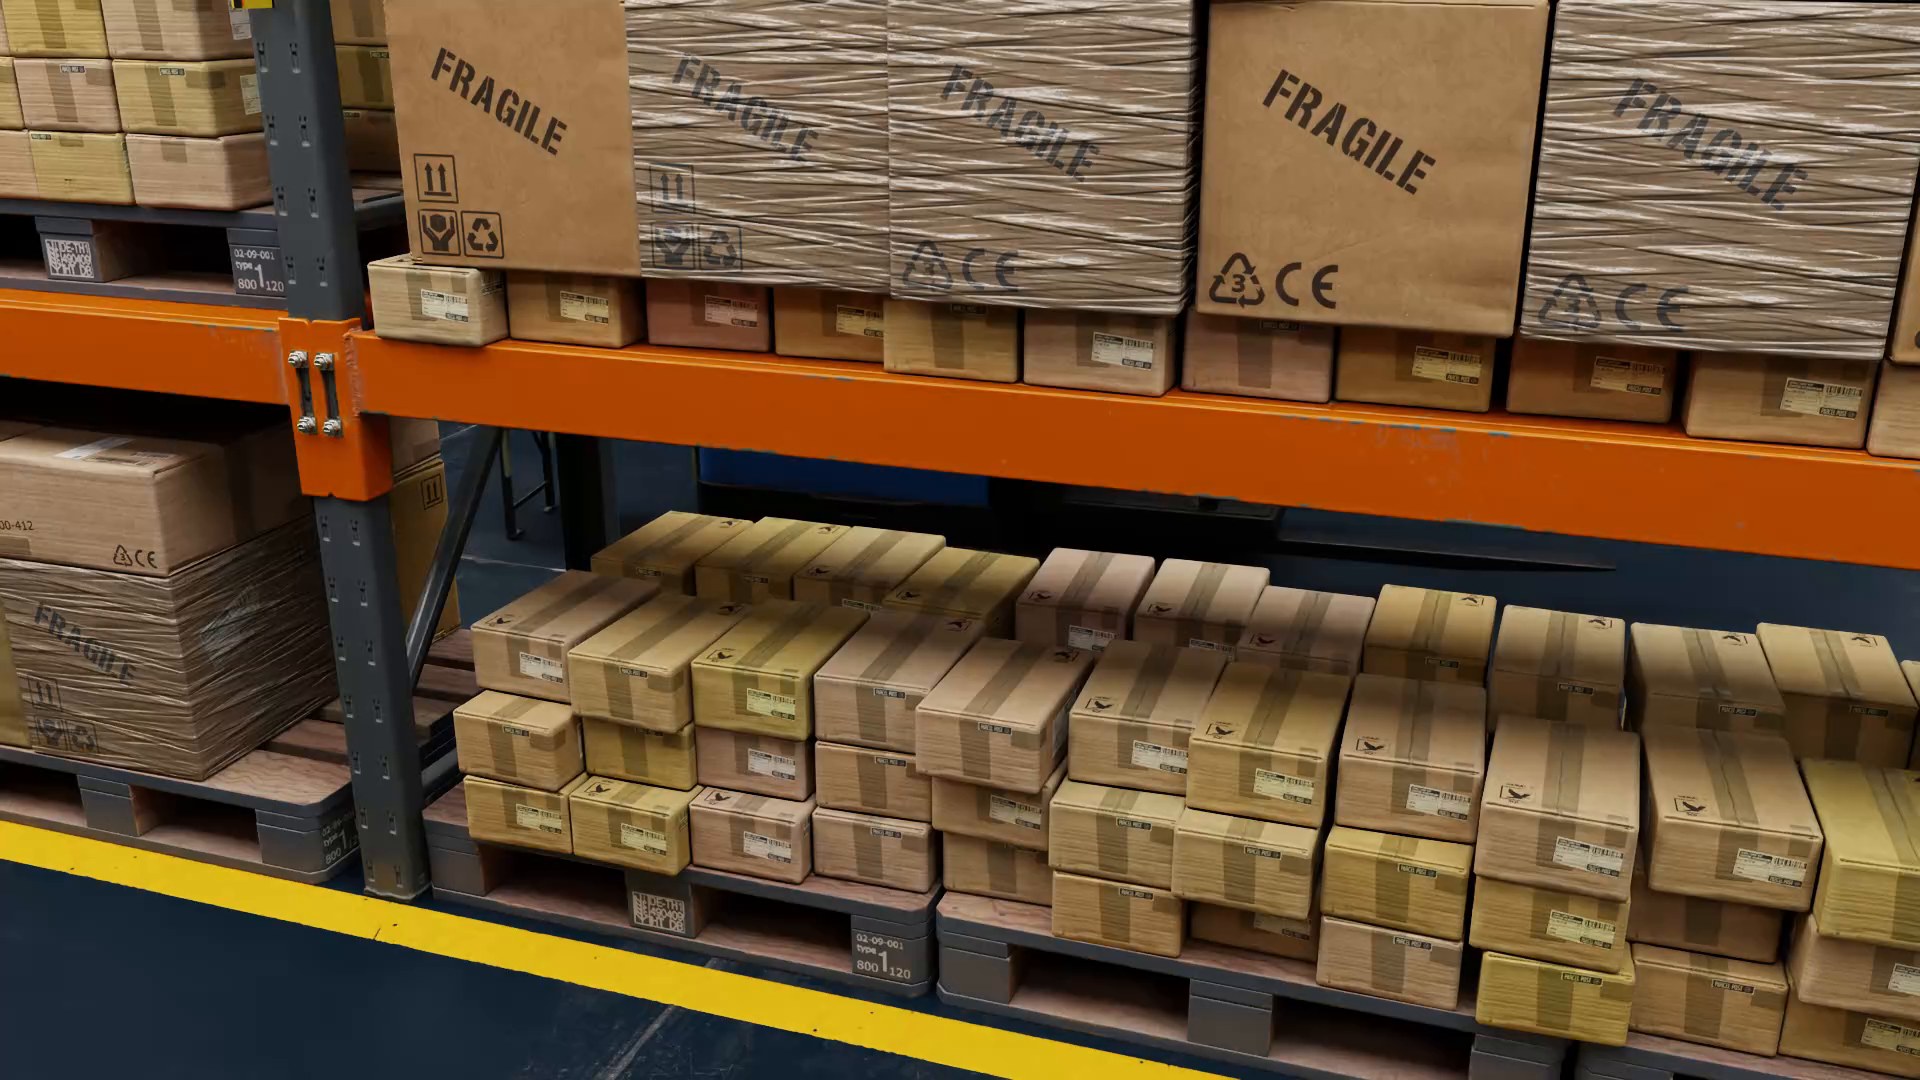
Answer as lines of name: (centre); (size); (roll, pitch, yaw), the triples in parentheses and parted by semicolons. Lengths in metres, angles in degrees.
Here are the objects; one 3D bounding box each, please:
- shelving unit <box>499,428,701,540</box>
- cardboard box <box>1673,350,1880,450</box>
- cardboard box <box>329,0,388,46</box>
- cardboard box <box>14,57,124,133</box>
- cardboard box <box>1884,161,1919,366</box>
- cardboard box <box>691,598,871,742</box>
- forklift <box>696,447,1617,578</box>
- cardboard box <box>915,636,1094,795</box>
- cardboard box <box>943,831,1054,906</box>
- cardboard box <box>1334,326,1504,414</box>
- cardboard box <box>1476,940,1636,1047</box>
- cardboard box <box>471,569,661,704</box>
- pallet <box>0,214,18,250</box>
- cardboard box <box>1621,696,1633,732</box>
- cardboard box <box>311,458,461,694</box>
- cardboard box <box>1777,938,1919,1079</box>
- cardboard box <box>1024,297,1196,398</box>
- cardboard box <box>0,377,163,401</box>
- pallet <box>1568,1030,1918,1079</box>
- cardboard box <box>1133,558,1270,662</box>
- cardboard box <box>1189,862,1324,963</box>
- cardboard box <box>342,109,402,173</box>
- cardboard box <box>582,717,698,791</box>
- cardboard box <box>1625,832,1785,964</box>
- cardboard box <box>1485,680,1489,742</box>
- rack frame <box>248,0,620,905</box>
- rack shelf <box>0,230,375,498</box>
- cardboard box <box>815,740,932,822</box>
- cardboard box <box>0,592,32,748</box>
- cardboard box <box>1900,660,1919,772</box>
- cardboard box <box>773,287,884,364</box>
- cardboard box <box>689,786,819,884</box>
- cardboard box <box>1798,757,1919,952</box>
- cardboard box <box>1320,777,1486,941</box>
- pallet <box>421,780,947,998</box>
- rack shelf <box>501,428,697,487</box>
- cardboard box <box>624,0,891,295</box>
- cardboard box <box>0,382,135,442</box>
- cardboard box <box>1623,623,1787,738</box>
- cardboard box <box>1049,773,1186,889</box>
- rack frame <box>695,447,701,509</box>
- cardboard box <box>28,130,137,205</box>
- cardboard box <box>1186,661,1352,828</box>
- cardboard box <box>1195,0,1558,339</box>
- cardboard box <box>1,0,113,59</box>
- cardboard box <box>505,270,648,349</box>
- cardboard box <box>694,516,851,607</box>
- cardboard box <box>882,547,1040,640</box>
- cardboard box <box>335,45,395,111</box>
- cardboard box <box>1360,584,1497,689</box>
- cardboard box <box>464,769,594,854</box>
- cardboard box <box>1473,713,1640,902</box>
shelving unit: (-1.252, -0.755, 5.964); (0.755, 1.500, 0.431); (3, 19, 9)
cardboard box: (1.300, -0.276, 2.691); (0.250, 0.149, 0.380); (6, 20, 16)
cardboard box: (-1.346, -1.306, 4.106); (0.250, 0.149, 0.380); (8, 21, 21)
cardboard box: (-1.815, -0.990, 3.650); (0.250, 0.149, 0.380); (7, 20, 18)
cardboard box: (1.659, -0.541, 2.468); (0.500, 0.500, 0.500); (6, 20, 17)
cardboard box: (-0.372, 0.269, 3.537); (0.250, 0.149, 0.380); (6, 20, 17)
forklift: (0.662, -1.322, 5.416); (3.031, 2.935, 1.130); (5, 20, 14)
cardboard box: (0.095, 0.343, 3.325); (0.250, 0.149, 0.380); (7, 20, 19)
cardboard box: (0.138, 0.597, 3.501); (0.250, 0.149, 0.380); (6, 20, 16)
cardboard box: (0.809, -0.347, 2.896); (0.250, 0.149, 0.380); (7, 20, 19)
cardboard box: (1.091, 0.746, 3.073); (0.250, 0.149, 0.380); (6, 20, 16)
cardboard box: (-0.868, 0.209, 3.710); (0.250, 0.149, 0.380); (7, 21, 20)
pallet: (-3.020, -0.900, 4.394); (1.213, 0.211, 1.003); (7, 20, 18)
cardboard box: (1.535, 0.436, 3.511); (0.250, 0.149, 0.380); (7, 20, 20)
cardboard box: (-1.736, 0.060, 4.507); (0.500, 0.500, 0.500); (7, 21, 20)
cardboard box: (1.590, 0.776, 2.985); (0.250, 0.149, 0.380); (6, 20, 18)
cardboard box: (0.295, -0.382, 2.996); (0.250, 0.149, 0.380); (7, 21, 20)
cardboard box: (-2.240, -0.351, 4.546); (0.500, 0.250, 0.500); (7, 20, 20)
pallet: (1.826, 0.882, 3.226); (1.213, 0.211, 1.003); (7, 20, 18)
cardboard box: (0.552, 0.182, 3.785); (0.250, 0.149, 0.380); (6, 20, 16)
cardboard box: (0.625, 0.659, 3.321); (0.250, 0.149, 0.380); (7, 20, 20)
cardboard box: (-1.346, -1.025, 4.204); (0.250, 0.149, 0.380); (6, 20, 15)
cardboard box: (-0.619, 0.385, 3.655); (0.250, 0.149, 0.380); (7, 20, 18)
cardboard box: (1.349, 0.595, 3.055); (0.250, 0.149, 0.380); (6, 20, 17)
cardboard box: (0.984, 0.420, 3.555); (0.250, 0.149, 0.380); (8, 21, 21)
rack frame: (-1.125, -0.760, 3.699); (0.127, 3.000, 1.000); (7, 20, 18)
rack shelf: (-3.014, -0.636, 4.438); (4.000, 0.370, 1.077); (7, 20, 18)
cardboard box: (-0.123, 0.431, 3.525); (0.250, 0.149, 0.380); (5, 20, 15)
cardboard box: (-2.392, 0.165, 4.206); (0.500, 0.500, 0.500); (6, 20, 17)
cardboard box: (1.970, 0.384, 3.206); (0.250, 0.149, 0.380); (7, 20, 19)
cardboard box: (-0.173, -0.461, 3.222); (0.250, 0.149, 0.380); (6, 20, 16)
cardboard box: (-0.383, 0.567, 3.587); (0.250, 0.149, 0.380); (6, 20, 18)
cardboard box: (1.565, 0.527, 2.796); (0.250, 0.149, 0.380); (6, 20, 17)
cardboard box: (0.840, 0.570, 3.125); (0.250, 0.149, 0.380); (8, 21, 21)
pallet: (-0.479, 0.618, 3.982); (1.213, 0.211, 1.003); (7, 20, 18)
rack shelf: (-1.252, -0.447, 6.071); (0.720, 0.370, 0.431); (3, 19, 9)
cardboard box: (-0.270, -0.765, 3.109); (0.500, 0.500, 0.500); (7, 20, 18)
cardboard box: (-2.393, -0.194, 4.095); (0.500, 0.250, 0.500); (8, 21, 21)
cardboard box: (1.513, 0.316, 3.401); (0.250, 0.149, 0.380); (6, 20, 15)
cardboard box: (0.346, 0.515, 3.284); (0.250, 0.149, 0.380); (6, 20, 18)
rack frame: (-0.891, -0.735, 5.907); (0.023, 1.500, 0.400); (3, 19, 9)
cardboard box: (-1.811, -0.849, 3.698); (0.250, 0.149, 0.380); (7, 20, 18)
cardboard box: (0.600, 0.385, 3.203); (0.250, 0.149, 0.380); (7, 20, 18)
cardboard box: (0.710, -0.650, 2.781); (0.500, 0.500, 0.500); (8, 21, 21)
cardboard box: (-1.823, -1.132, 3.607); (0.250, 0.149, 0.380); (6, 20, 16)
cardboard box: (-0.697, -0.504, 3.347); (0.250, 0.149, 0.380); (7, 20, 20)
cardboard box: (-0.449, 0.080, 4.080); (0.250, 0.149, 0.380); (7, 20, 19)
cardboard box: (0.008, 0.157, 3.859); (0.250, 0.149, 0.380); (7, 20, 20)
cardboard box: (-1.346, -1.166, 4.155); (0.250, 0.149, 0.380); (7, 20, 19)
cardboard box: (1.020, 0.241, 3.618); (0.250, 0.149, 0.380); (7, 20, 19)
cardboard box: (-0.887, 0.527, 3.700); (0.250, 0.149, 0.380); (6, 20, 16)
cardboard box: (1.069, 0.468, 2.967); (0.250, 0.149, 0.380); (7, 21, 20)
